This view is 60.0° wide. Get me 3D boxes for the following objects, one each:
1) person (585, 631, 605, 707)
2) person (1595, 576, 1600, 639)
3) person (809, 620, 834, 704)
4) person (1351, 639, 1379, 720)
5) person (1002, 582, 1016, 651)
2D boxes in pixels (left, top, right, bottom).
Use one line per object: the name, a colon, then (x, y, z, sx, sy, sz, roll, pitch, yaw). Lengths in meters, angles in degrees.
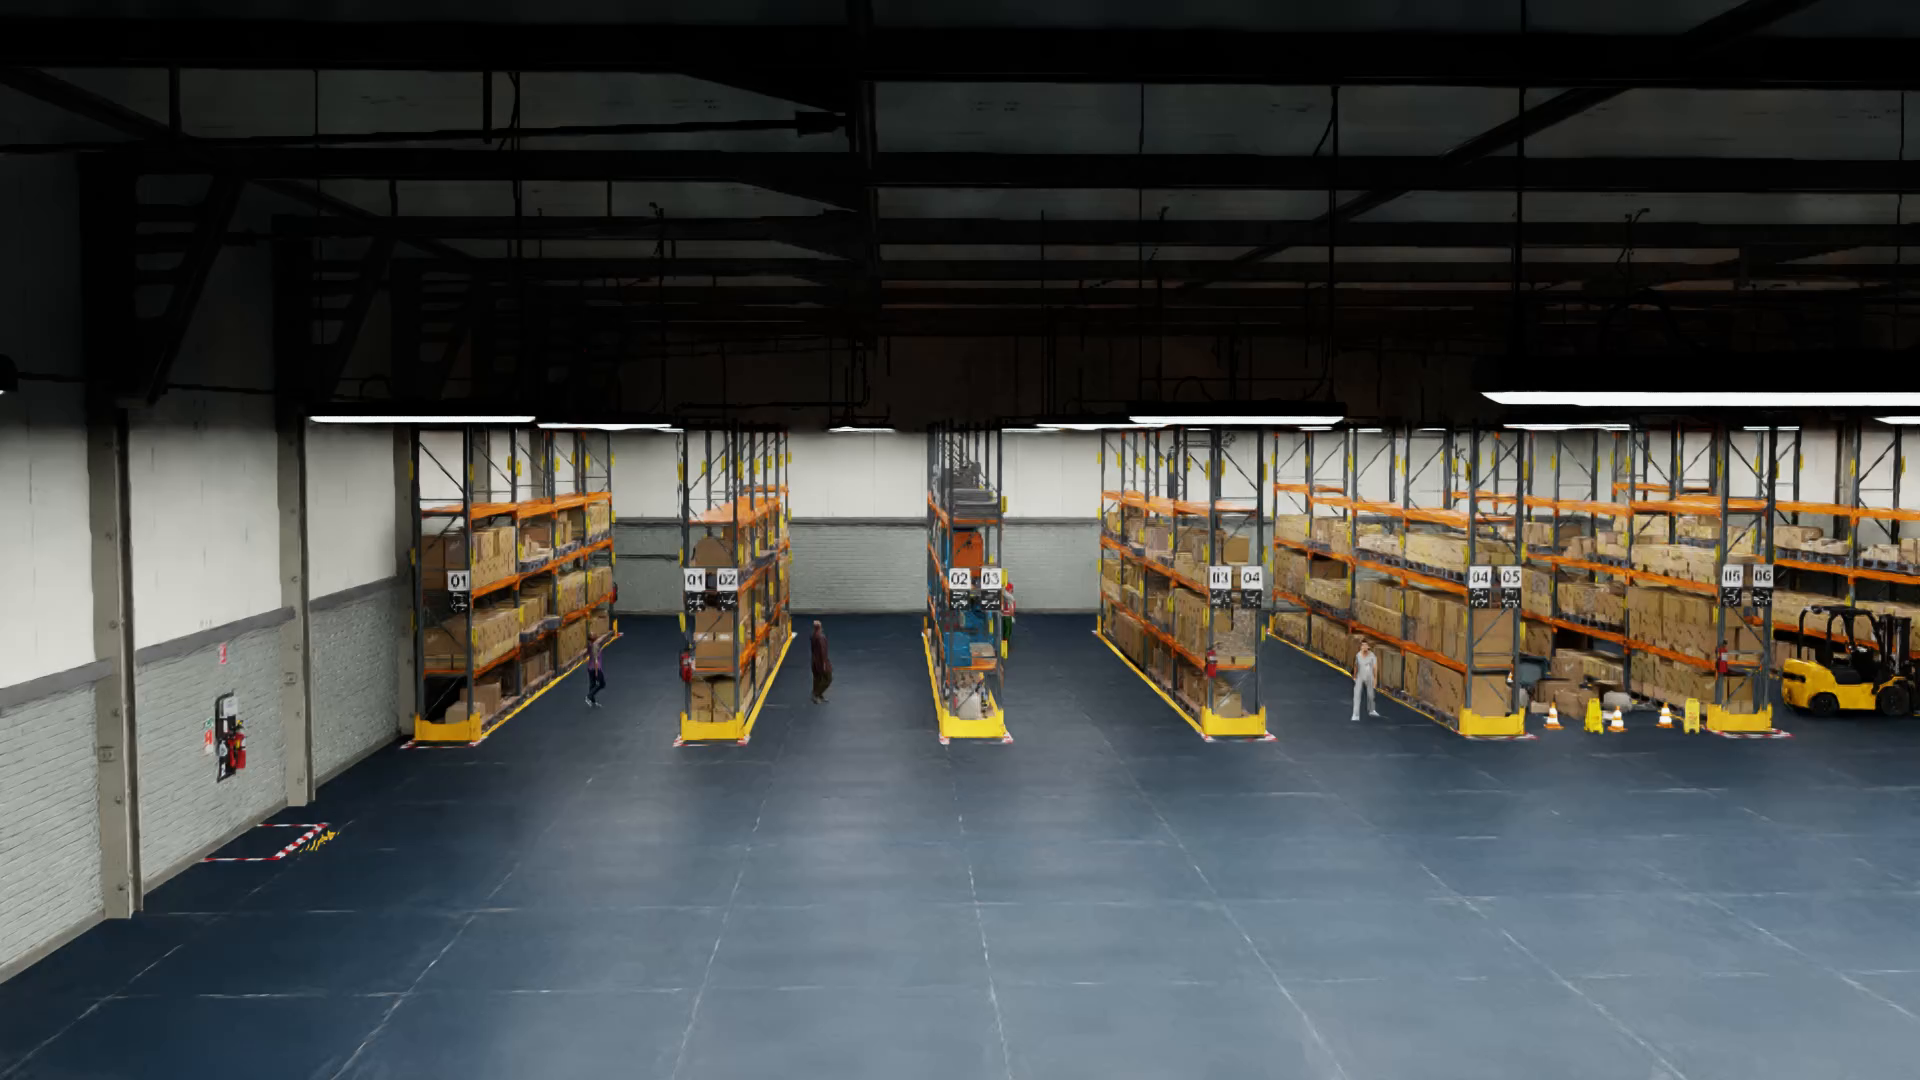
person: (-7.655, 2.703, 34.701, 0.407, 1.594, 0.458, -2, 4, -31)
person: (17.681, 1.858, 46.440, 0.460, 1.762, 0.620, 0, 4, 5)
person: (-2.970, 2.582, 35.167, 0.517, 1.775, 0.634, -2, 4, -29)
person: (8.130, 2.757, 33.352, 0.482, 1.569, 0.959, 1, 4, 21)
person: (1.293, 2.010, 43.753, 0.370, 1.797, 0.631, -1, 4, -15)
